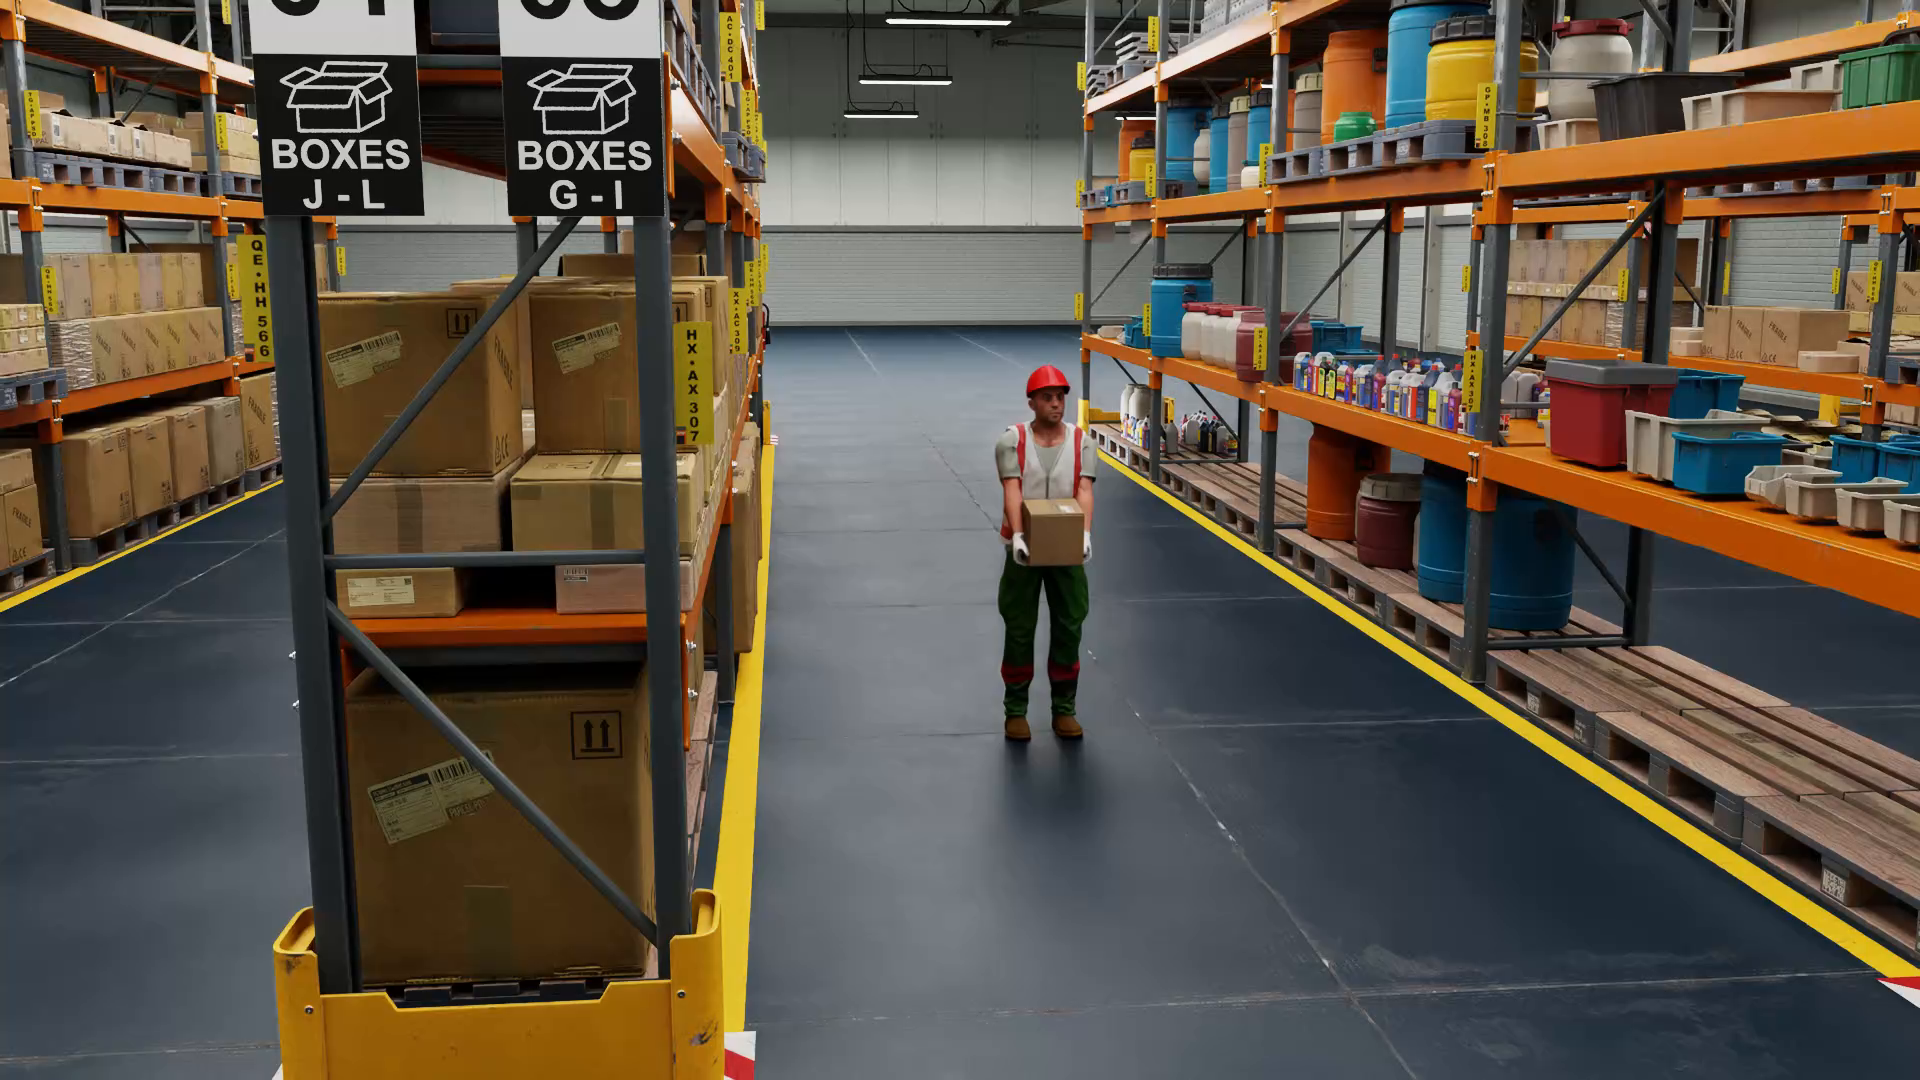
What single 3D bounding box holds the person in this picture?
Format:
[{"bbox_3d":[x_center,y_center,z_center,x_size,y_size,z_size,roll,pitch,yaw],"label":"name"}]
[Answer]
[{"bbox_3d":[0.424,0.074,7.901,0.495,1.787,0.561,-1,10,-6],"label":"person"}]
